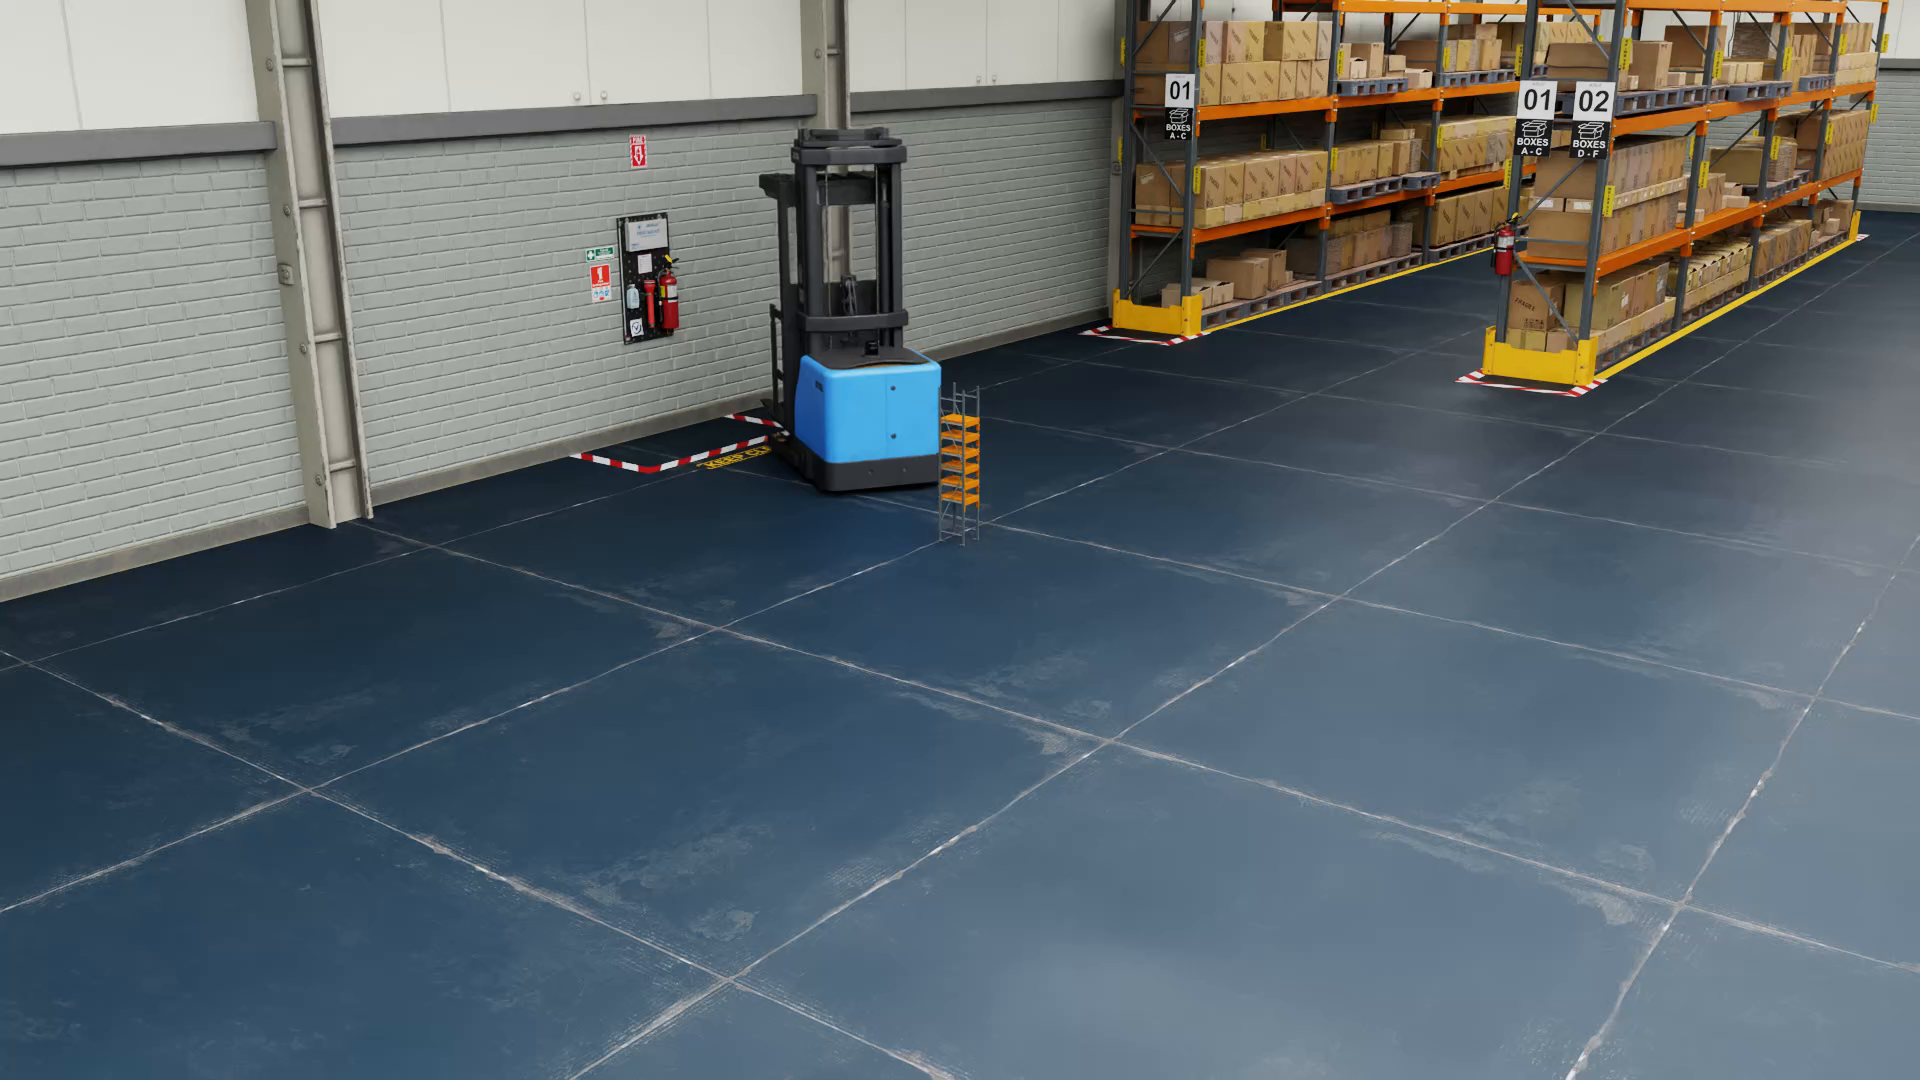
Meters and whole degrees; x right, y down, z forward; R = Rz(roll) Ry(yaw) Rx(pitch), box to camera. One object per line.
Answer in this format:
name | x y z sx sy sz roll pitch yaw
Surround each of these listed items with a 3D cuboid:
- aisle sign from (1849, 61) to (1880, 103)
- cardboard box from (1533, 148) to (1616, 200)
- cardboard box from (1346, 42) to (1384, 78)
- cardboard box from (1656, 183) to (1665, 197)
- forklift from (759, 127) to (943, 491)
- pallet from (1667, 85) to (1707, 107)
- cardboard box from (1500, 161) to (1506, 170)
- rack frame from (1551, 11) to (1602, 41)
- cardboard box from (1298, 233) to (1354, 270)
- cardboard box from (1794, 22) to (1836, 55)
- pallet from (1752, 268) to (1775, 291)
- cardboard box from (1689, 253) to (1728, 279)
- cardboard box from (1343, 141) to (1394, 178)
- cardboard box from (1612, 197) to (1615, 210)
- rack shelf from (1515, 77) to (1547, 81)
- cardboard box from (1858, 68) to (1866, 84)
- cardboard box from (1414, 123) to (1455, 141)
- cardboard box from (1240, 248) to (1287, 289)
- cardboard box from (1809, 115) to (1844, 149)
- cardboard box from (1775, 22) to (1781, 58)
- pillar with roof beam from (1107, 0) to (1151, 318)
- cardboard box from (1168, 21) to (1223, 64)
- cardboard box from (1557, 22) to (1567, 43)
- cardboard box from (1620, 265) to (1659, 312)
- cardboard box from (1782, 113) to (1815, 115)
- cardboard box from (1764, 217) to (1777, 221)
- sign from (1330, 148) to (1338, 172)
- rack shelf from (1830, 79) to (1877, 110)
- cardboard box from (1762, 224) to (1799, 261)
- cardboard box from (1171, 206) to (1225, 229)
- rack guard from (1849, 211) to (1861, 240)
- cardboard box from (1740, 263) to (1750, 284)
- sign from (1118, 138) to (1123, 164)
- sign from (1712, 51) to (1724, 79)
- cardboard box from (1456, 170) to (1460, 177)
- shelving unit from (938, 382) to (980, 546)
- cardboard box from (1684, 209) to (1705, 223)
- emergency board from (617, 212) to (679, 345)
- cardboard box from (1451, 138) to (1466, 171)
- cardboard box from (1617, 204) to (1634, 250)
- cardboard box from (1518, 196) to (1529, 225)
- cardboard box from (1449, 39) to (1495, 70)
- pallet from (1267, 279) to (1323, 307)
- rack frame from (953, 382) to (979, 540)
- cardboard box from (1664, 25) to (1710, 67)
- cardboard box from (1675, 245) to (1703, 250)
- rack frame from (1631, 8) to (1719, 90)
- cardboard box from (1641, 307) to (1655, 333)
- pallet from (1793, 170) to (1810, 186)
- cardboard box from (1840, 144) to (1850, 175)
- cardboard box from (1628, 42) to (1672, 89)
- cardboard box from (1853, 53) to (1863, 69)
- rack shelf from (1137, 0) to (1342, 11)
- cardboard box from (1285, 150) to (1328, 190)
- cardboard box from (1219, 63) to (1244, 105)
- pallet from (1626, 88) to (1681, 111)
aisle sign | 16.290 -8.274 29.946 0.394 0.787 0.004 12 21 35
cardboard box | 6.789 -4.048 18.366 0.700 0.500 0.500 13 21 35
cardboard box | 5.997 -7.177 24.863 0.500 0.500 0.500 12 21 33
cardboard box | 8.255 -4.225 20.029 0.380 0.149 0.250 12 21 34
forklift | -1.133 -2.201 14.890 1.130 2.935 3.031 -6 18 -20
pallet | 8.365 -5.395 20.149 1.003 0.211 1.213 12 21 35
cardboard box | 9.533 -6.687 29.608 0.380 0.149 0.250 13 21 36
rack frame | 12.022 -10.810 32.380 1.000 3.000 0.127 12 21 35
cardboard box | 5.565 -4.413 25.370 0.700 0.500 0.500 12 21 34
cardboard box | 13.879 -8.198 27.172 0.700 0.500 0.500 12 21 35
pallet | 11.711 -4.004 25.282 1.003 0.211 1.213 12 21 35
cardboard box | 10.214 -3.788 22.867 0.500 0.311 0.500 13 22 36
cardboard box | 6.259 -5.883 25.719 0.700 0.500 0.500 12 21 35
cardboard box | 7.031 -3.736 18.453 0.380 0.149 0.250 12 21 33
rack shelf | 10.831 -8.557 31.397 1.077 0.370 4.000 12 21 35
cardboard box | 15.314 -8.024 28.719 0.500 0.250 0.500 12 21 35
cardboard box | 7.750 -6.666 27.184 0.500 0.250 0.500 13 22 36
cardboard box | 4.286 -3.849 23.552 0.500 0.500 0.500 11 20 31
cardboard box | 14.433 -6.828 27.820 0.500 0.500 0.500 12 21 33
cardboard box | 11.805 -7.347 24.432 0.500 0.500 0.500 12 21 35
pillar with roof beam | 5.669 -6.558 18.687 9.100 9.000 0.400 12 21 35
cardboard box | 2.913 -6.150 20.544 0.500 0.500 0.500 11 20 31
cardboard box | 10.880 -9.322 30.757 0.500 0.500 0.500 13 21 35
cardboard box | 8.150 -3.072 20.241 0.500 0.500 0.500 12 21 35
cardboard box | 14.316 -7.051 28.538 0.500 0.500 0.500 13 21 35
cardboard box | 13.136 -5.062 27.459 0.500 0.500 0.500 11 21 32
sign | 5.313 -5.406 23.634 0.100 0.325 0.005 12 21 35
rack shelf | 14.811 -7.683 28.581 1.077 0.370 4.000 12 21 35
cardboard box | 12.955 -4.730 26.391 0.500 0.500 0.500 13 21 35
cardboard box | 3.035 -4.132 21.210 0.500 0.250 0.500 12 21 33
rack guard | 15.958 -5.858 30.766 1.175 0.500 0.348 12 21 35
cardboard box | 11.119 -3.884 24.121 0.500 0.250 0.500 13 21 36
sign | 2.055 -4.941 21.110 0.100 0.325 0.005 12 21 35
sign | 9.299 -5.832 20.402 0.100 0.325 0.005 12 21 35
cardboard box | 8.220 -6.218 28.099 0.380 0.149 0.250 13 21 36
shelving unit | -0.009 -0.570 12.555 0.258 1.200 0.189 12 21 35
cardboard box | 9.545 -4.267 21.850 0.380 0.149 0.250 12 21 35
emergency board | -2.867 -2.442 15.551 0.194 1.169 0.643 12 21 35
cardboard box | 8.070 -6.432 27.695 0.500 0.500 0.500 13 22 36
cardboard box | 7.367 -3.659 19.301 0.700 0.500 0.500 13 21 35
cardboard box | 10.167 -6.159 31.025 0.700 0.500 0.500 13 21 35
cardboard box | 8.747 -8.348 28.600 0.700 0.500 0.500 12 21 34
pallet | 4.500 -3.589 23.944 1.003 0.211 1.213 12 21 35
rack frame | 0.046 -0.591 12.625 0.240 1.200 0.006 12 21 35
cardboard box | 9.252 -6.272 21.104 0.500 0.500 0.500 13 21 35
cardboard box | 10.382 -4.121 23.938 0.500 0.311 0.500 12 21 33
rack frame | 8.853 -7.077 20.360 1.000 3.000 0.127 12 21 35
cardboard box | 8.160 -2.711 20.345 0.500 0.250 0.500 12 21 35
pallet | 13.056 -5.855 26.863 1.003 0.211 1.213 12 21 35
cardboard box | 15.046 -6.601 28.774 0.500 0.500 0.500 12 21 34
cardboard box | 7.679 -5.354 18.757 0.500 0.500 0.500 12 21 35
cardboard box | 15.010 -8.145 28.265 0.500 0.250 0.500 12 21 35
rack shelf | 3.681 -7.130 21.749 1.077 0.370 4.000 12 21 35
cardboard box | 4.839 -5.215 23.435 0.500 0.500 0.500 12 21 35
cardboard box | 3.238 -5.781 21.041 0.500 0.500 0.500 14 22 38
pallet | 7.638 -5.105 19.217 1.003 0.211 1.213 12 21 35
